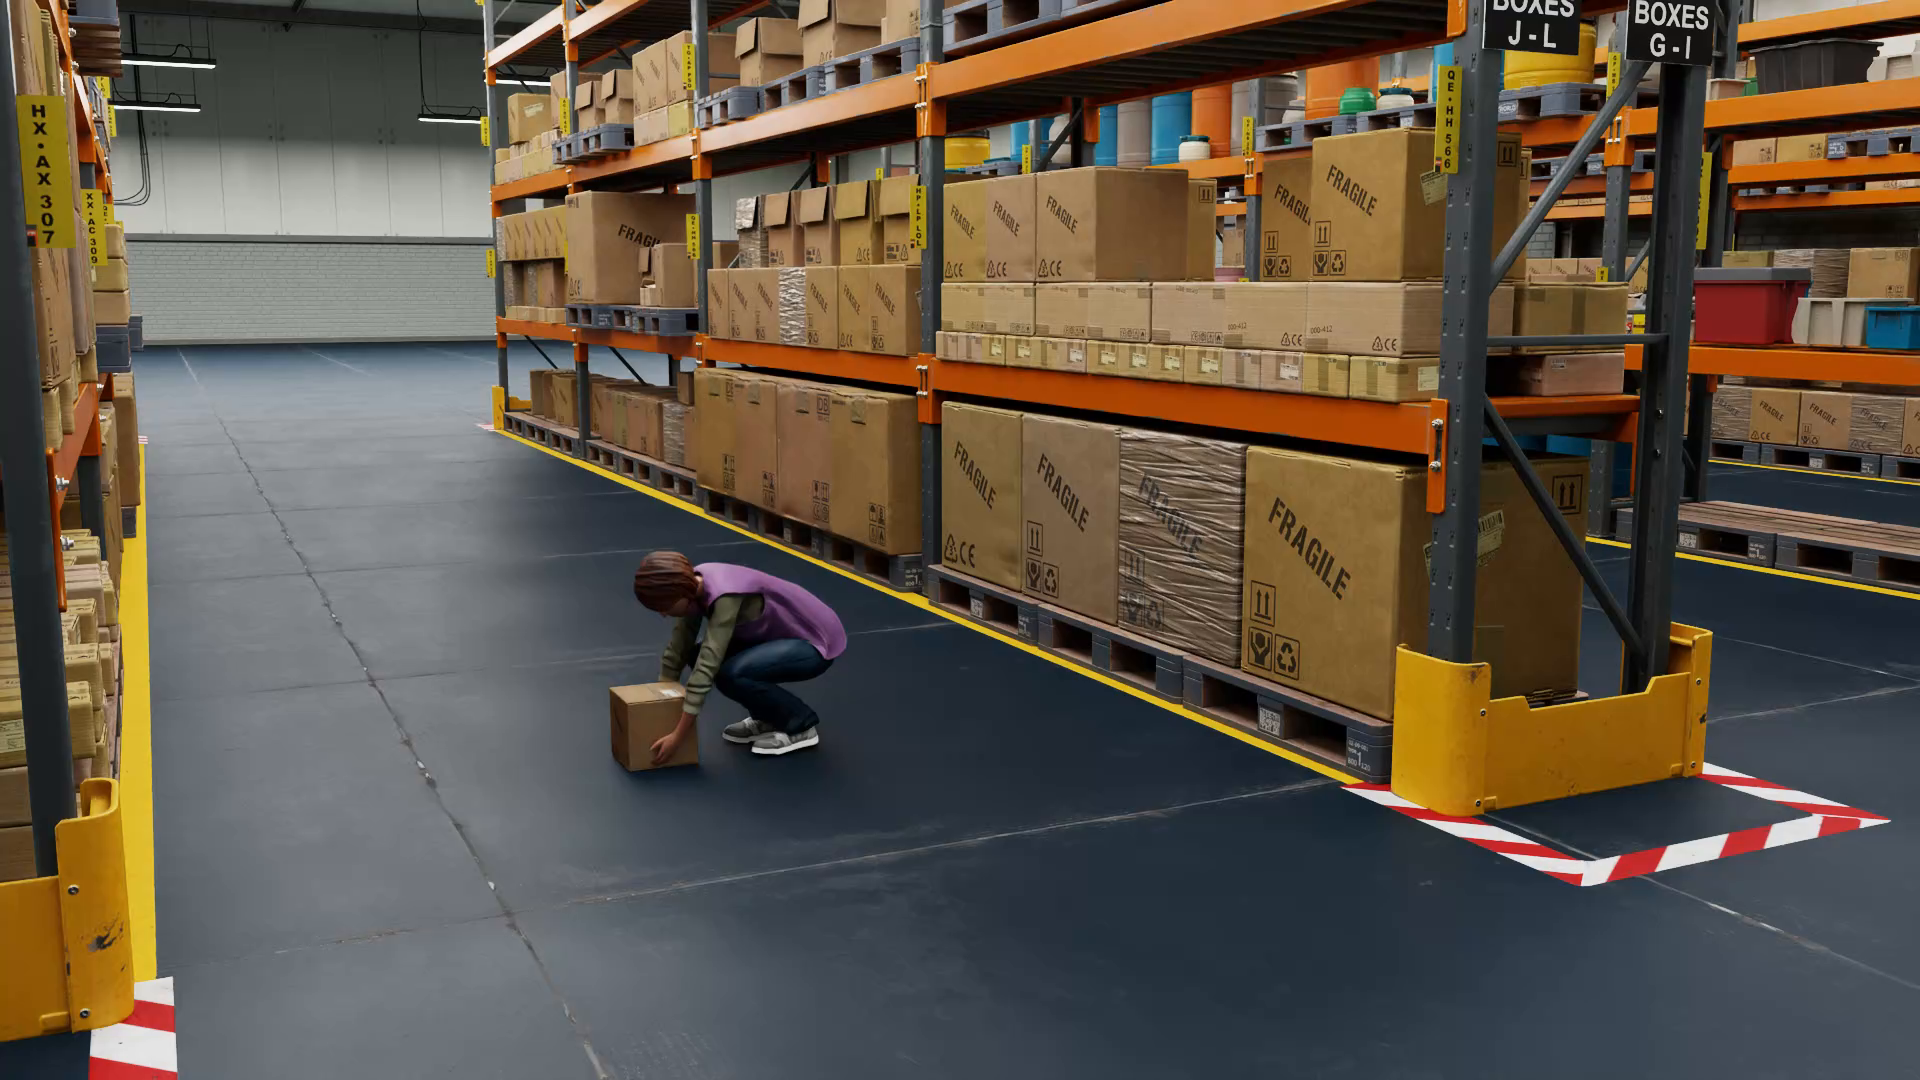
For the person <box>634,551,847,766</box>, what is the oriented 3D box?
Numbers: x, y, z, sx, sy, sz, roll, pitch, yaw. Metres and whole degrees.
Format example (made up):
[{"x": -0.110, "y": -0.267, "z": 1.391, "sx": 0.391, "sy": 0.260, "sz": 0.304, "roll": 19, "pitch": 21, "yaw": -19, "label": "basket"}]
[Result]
[{"x": -0.797, "y": 0.399, "z": 6.068, "sx": 0.805, "sy": 0.764, "sz": 0.433, "roll": -4, "pitch": 10, "yaw": -26, "label": "person"}]
